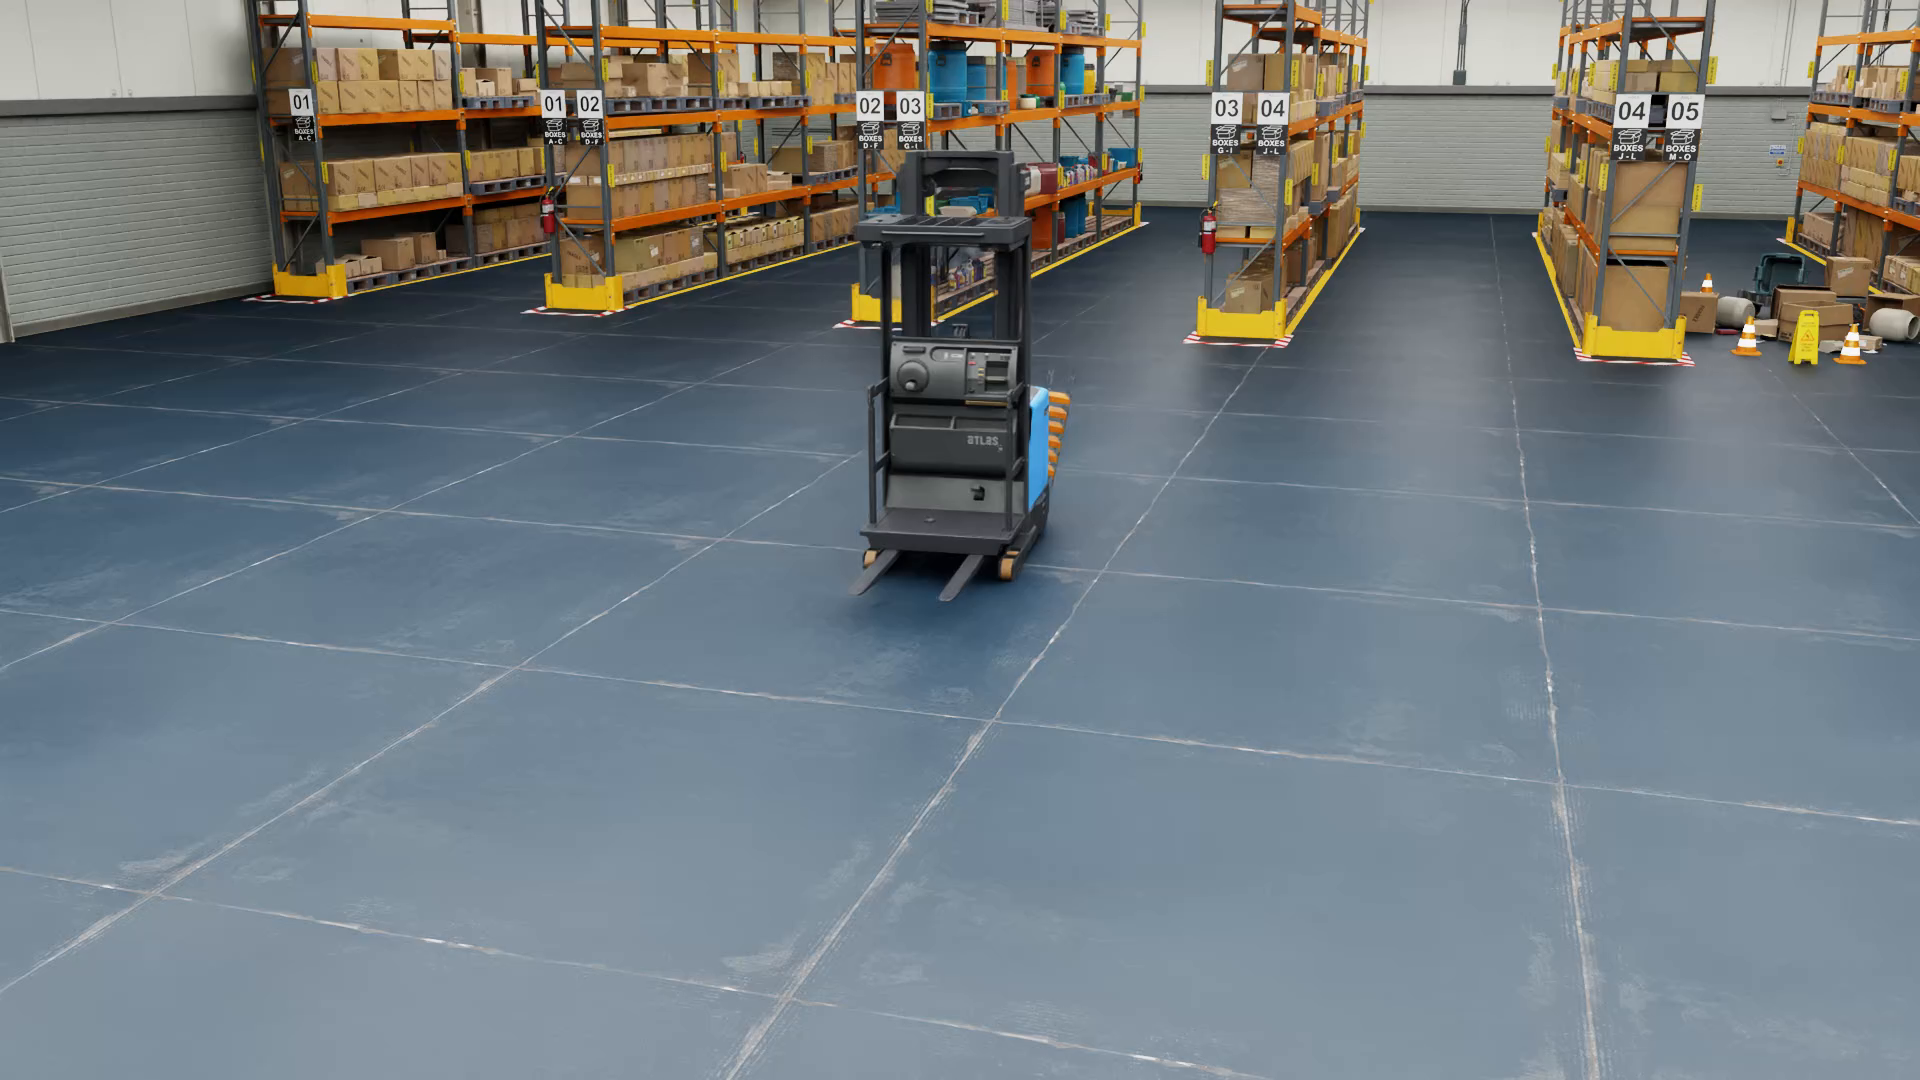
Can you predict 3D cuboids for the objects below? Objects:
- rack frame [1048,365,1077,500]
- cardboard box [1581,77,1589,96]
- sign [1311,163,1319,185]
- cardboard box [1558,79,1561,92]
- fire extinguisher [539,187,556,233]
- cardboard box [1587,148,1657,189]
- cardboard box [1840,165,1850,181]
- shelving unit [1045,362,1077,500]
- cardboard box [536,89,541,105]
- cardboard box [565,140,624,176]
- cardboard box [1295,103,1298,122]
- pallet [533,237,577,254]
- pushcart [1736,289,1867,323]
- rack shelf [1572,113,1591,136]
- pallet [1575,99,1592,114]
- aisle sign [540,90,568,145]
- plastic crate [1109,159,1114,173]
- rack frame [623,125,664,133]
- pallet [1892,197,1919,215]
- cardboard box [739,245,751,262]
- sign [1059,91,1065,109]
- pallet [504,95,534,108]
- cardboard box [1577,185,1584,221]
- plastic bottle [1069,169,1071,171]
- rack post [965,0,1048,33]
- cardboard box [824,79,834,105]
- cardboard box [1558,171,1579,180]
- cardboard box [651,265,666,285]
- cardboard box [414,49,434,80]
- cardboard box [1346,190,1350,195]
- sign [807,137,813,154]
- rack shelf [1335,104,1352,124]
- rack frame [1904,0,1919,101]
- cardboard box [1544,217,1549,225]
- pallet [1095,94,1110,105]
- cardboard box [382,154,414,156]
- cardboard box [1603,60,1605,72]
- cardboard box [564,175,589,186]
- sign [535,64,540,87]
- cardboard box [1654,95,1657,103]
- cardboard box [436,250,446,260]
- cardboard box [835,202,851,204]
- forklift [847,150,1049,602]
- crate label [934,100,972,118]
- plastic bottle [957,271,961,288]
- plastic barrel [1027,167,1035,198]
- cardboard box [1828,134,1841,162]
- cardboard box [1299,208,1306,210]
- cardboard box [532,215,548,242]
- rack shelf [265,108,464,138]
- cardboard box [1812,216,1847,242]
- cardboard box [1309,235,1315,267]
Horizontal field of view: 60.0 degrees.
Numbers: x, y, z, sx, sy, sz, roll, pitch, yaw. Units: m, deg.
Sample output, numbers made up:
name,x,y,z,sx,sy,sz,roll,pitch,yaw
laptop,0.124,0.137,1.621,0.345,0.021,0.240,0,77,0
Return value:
name,x,y,z,sx,sy,sz,roll,pitch,yaw
rack frame,0.810,-0.817,13.547,0.006,1.200,0.240,10,15,-7
cardboard box,10.387,-7.371,27.032,0.500,0.311,0.500,5,16,16
sign,5.463,-5.634,25.608,0.100,0.325,0.005,5,16,16
cardboard box,12.259,-9.102,33.285,0.500,0.250,0.500,4,16,14
fire extinguisher,-6.172,-4.948,24.919,0.296,0.674,0.183,5,16,16
cardboard box,9.529,-5.344,23.920,0.875,0.550,0.550,5,16,16
cardboard box,16.320,-6.657,30.161,0.500,0.250,0.500,4,16,14
shelving unit,0.721,-0.832,13.535,0.189,1.200,0.258,10,15,-7
cardboard box,-8.116,-8.657,32.482,0.500,0.311,0.500,5,16,16
cardboard box,-5.533,-5.787,25.175,0.700,0.500,0.500,5,16,16
cardboard box,4.329,-5.823,22.641,0.500,0.250,0.500,4,16,15
pallet,-8.394,-5.910,33.280,1.003,0.211,1.213,5,16,16
pushcart,12.242,-3.391,24.094,1.648,0.377,0.936,-1,16,-3
rack shelf,10.236,-6.467,25.952,1.077,0.370,4.000,5,16,16
pallet,10.672,-7.072,27.116,1.213,0.211,1.003,5,17,18
aisle sign,-5.993,-6.236,24.555,0.394,0.787,0.004,5,16,16
plastic crate,3.076,-8.092,35.967,0.437,0.282,0.530,5,16,16
rack frame,-7.033,-8.503,37.310,1.000,3.000,0.127,5,16,16
pallet,15.478,-5.248,26.188,1.213,0.211,1.003,5,16,16
cardboard box,-4.058,-5.126,29.673,0.500,0.250,0.500,5,17,17
sign,1.858,-8.040,30.373,0.100,0.325,0.005,5,16,16
pallet,-8.738,-8.187,31.045,1.213,0.211,1.003,5,16,16
cardboard box,9.559,-5.052,24.959,0.500,0.500,0.500,5,16,16
plastic bottle,2.187,-7.226,33.043,0.097,0.271,0.097,0,16,0
rack post,0.669,-9.146,28.216,1.013,1.000,3.121,5,16,16
cardboard box,-3.035,-8.950,33.208,0.910,0.500,0.500,5,16,16
cardboard box,10.508,-6.282,28.625,0.380,0.149,0.250,5,17,17
cardboard box,-5.046,-4.244,26.565,0.500,0.250,0.500,5,16,16
cardboard box,-9.336,-8.094,28.321,0.500,0.500,0.500,6,17,19
cardboard box,7.478,-6.697,34.066,0.875,0.875,0.875,5,16,16
sign,-2.887,-7.588,31.963,0.100,0.325,0.005,5,16,16
rack shelf,6.646,-7.924,31.091,1.077,0.370,4.000,5,16,16
rack frame,15.579,-8.422,26.029,1.000,3.000,0.127,5,16,16
cardboard box,12.389,-6.645,34.671,0.380,0.149,0.250,5,17,18
pallet,2.336,-8.874,33.468,1.213,0.211,1.003,5,16,16
cardboard box,-9.791,-6.466,28.993,0.500,0.500,0.500,5,16,16
cardboard box,8.806,-6.335,22.218,0.380,0.149,0.250,5,16,16
cardboard box,-5.767,-5.455,25.192,0.380,0.149,0.250,4,16,15
sign,-6.209,-6.857,24.532,0.100,0.325,0.005,5,16,16
cardboard box,9.366,-5.834,21.911,0.380,0.149,0.250,5,17,16
cardboard box,-9.430,-5.116,29.755,0.380,0.166,0.250,2,16,9
cardboard box,-2.654,-7.021,35.860,0.500,0.500,0.500,4,16,13
forklift,-0.087,-1.227,11.785,1.130,2.935,3.031,3,16,11
crate label,-0.096,-6.431,24.780,0.502,0.251,0.408,5,16,16
plastic bottle,-0.034,-4.034,25.748,0.097,0.271,0.097,0,16,0
plastic barrel,1.121,-6.346,29.500,0.421,0.512,0.421,0,16,0
cardboard box,16.737,-7.388,31.364,0.500,0.500,0.500,4,16,15
cardboard box,5.081,-4.993,25.395,0.380,0.149,0.250,5,16,16
cardboard box,-8.583,-6.147,32.779,0.700,0.500,0.500,5,16,16
rack shelf,-9.875,-6.983,27.775,1.077,0.370,4.000,5,16,16
cardboard box,17.508,-6.177,33.037,0.875,0.438,0.875,5,17,17
cardboard box,5.761,-4.990,28.700,0.700,0.500,0.500,3,16,11
